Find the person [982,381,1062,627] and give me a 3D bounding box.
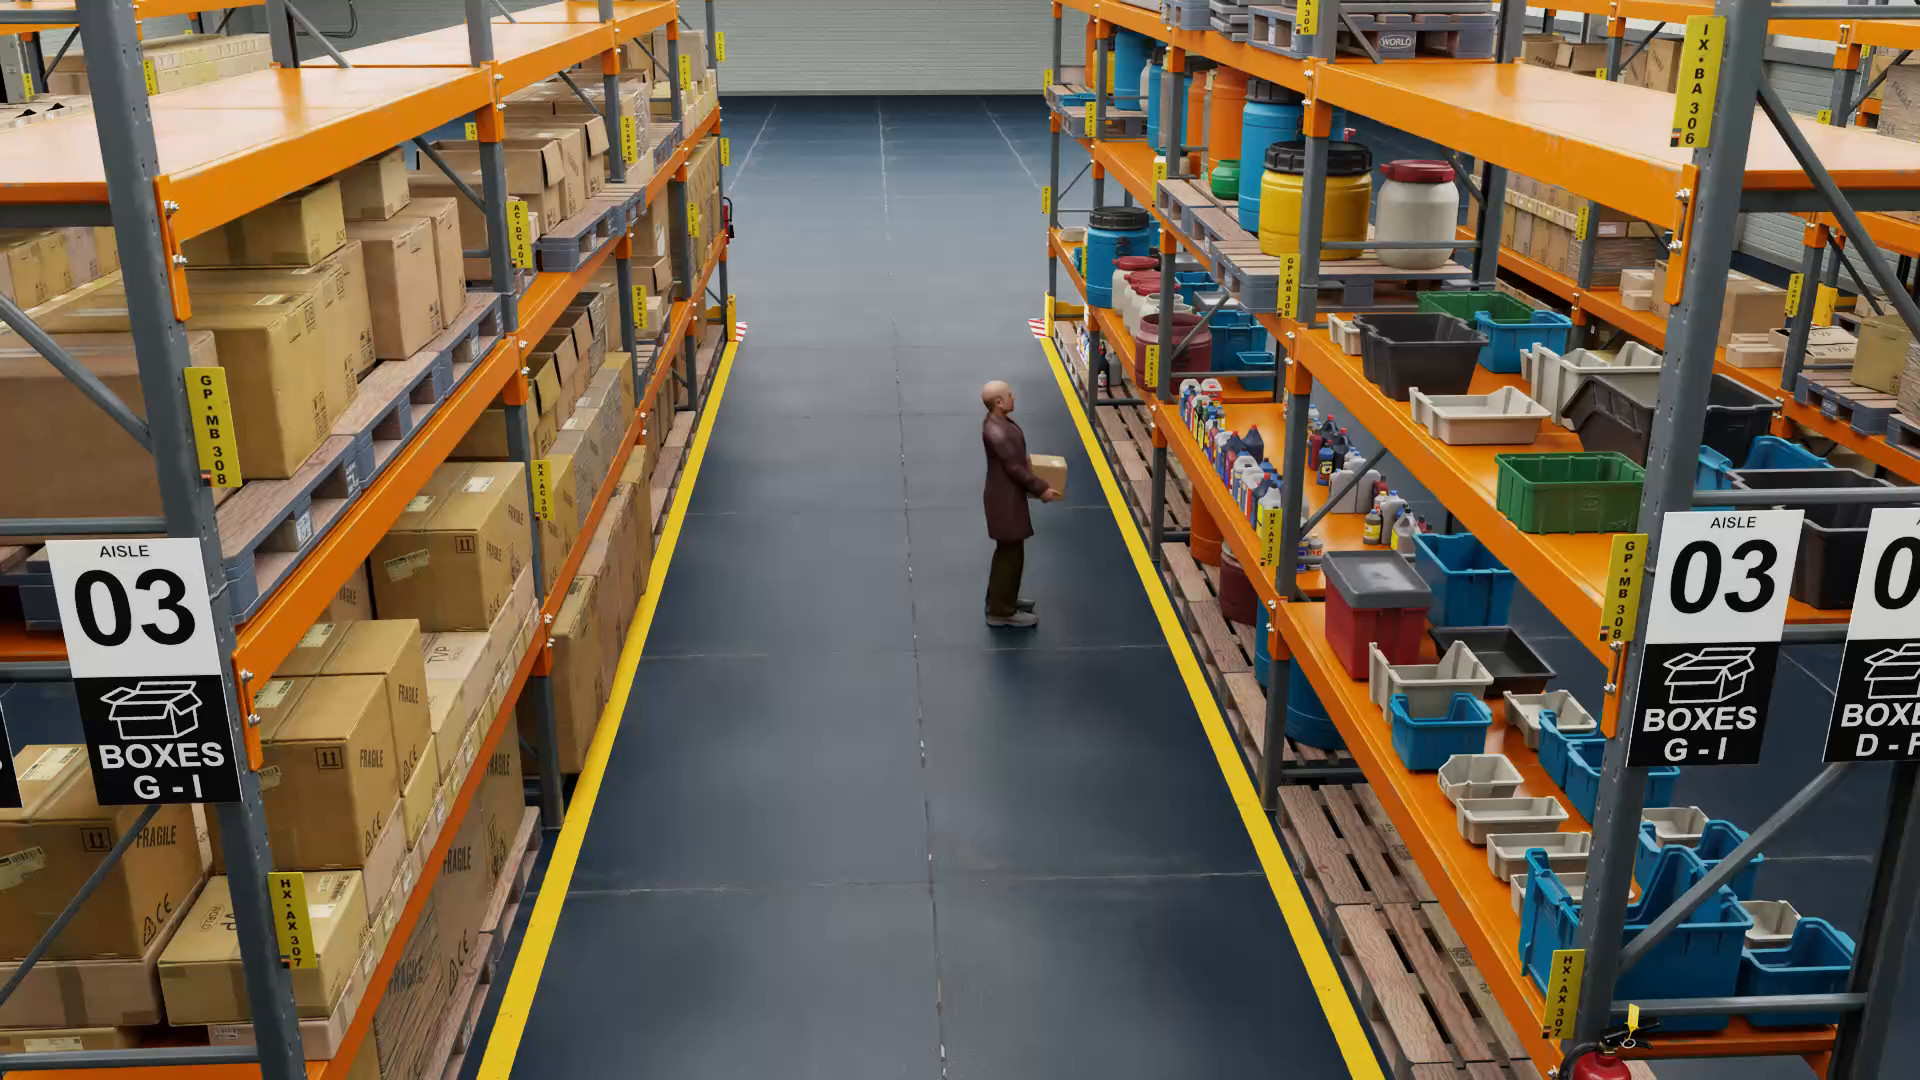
[{"bbox_3d":[0.429,-0.271,11.846,0.562,1.769,0.530,-1,20,-3],"label":"person"}]
